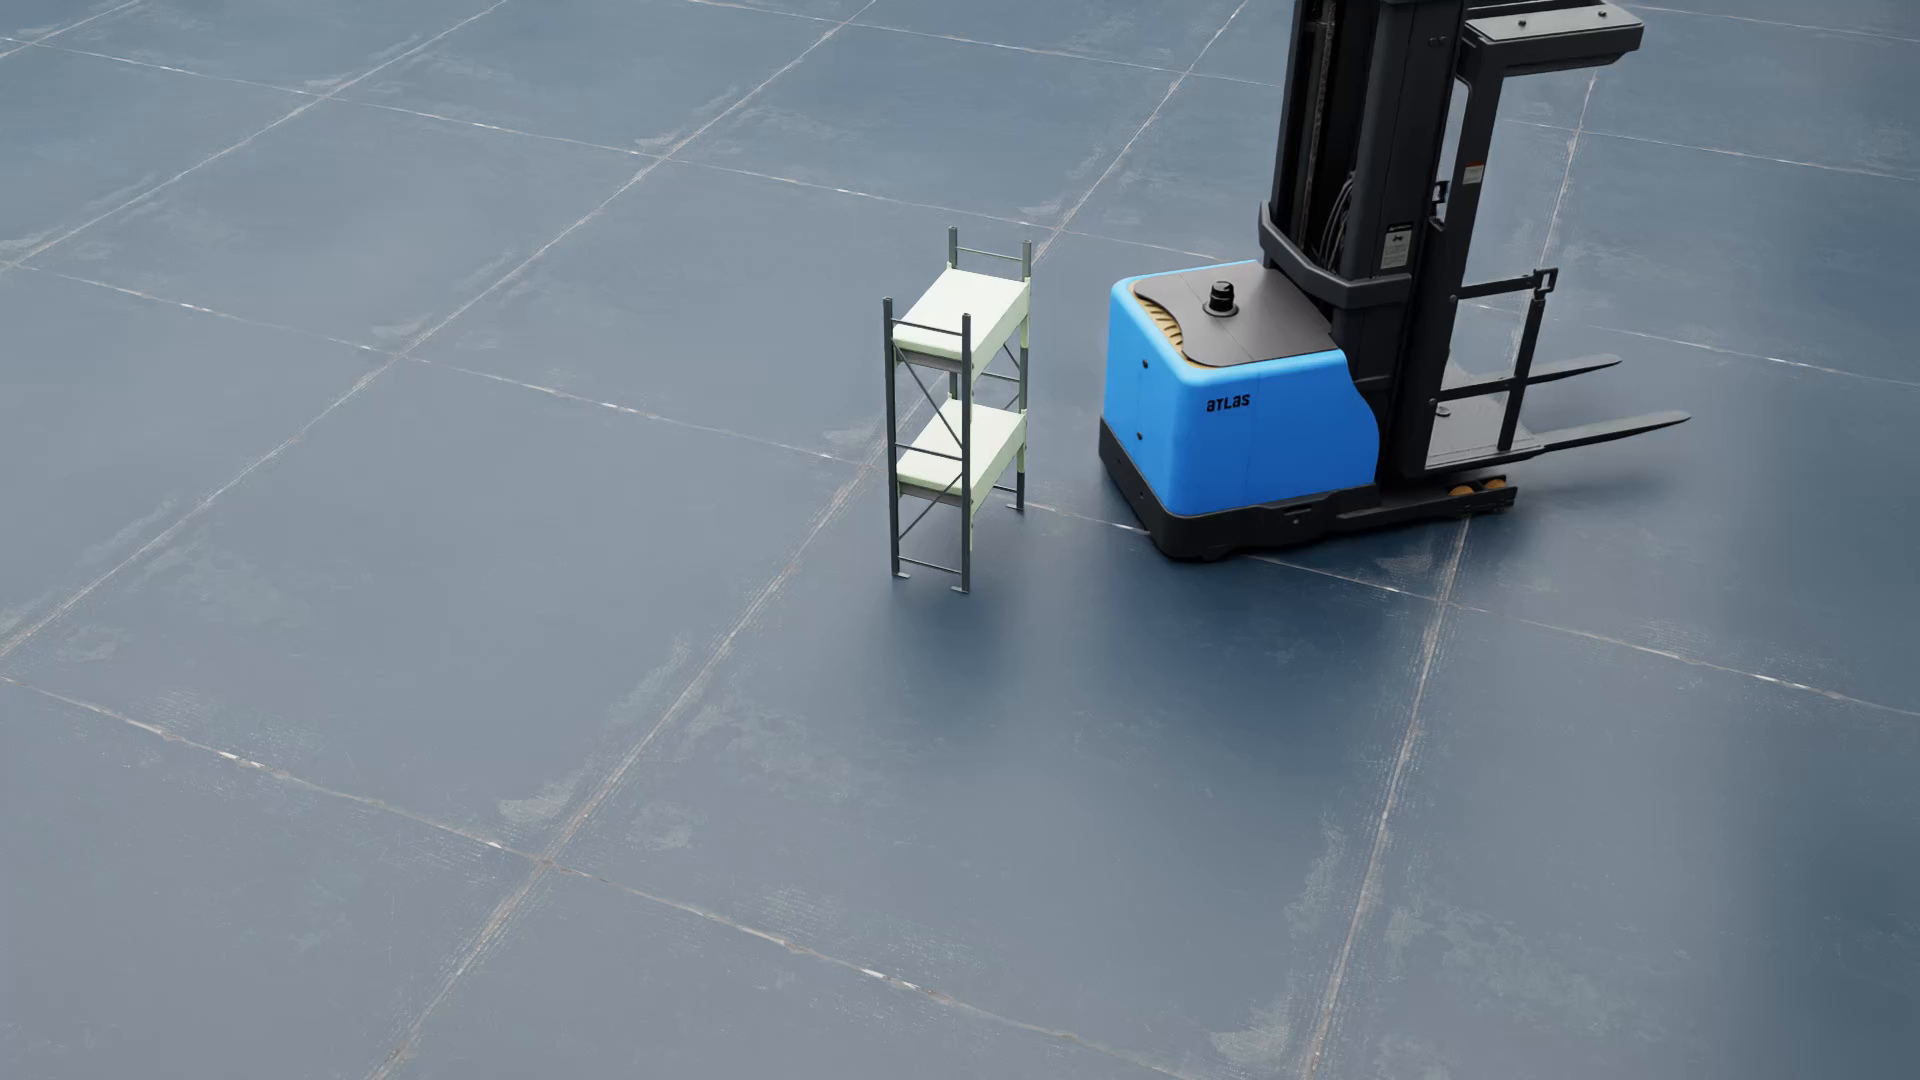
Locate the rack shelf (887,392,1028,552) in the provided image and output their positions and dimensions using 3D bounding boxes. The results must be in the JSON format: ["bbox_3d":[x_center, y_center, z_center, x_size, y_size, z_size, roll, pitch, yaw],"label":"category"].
[{"bbox_3d":[-0.003,-0.336,7.991,0.431,0.370,0.720,14,39,18],"label":"rack shelf"}]

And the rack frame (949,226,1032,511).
[{"bbox_3d":[0.137,-0.800,8.067,0.400,1.500,0.023,14,39,18],"label":"rack frame"}]

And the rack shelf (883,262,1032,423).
[{"bbox_3d":[-0.003,-0.910,7.562,0.431,0.370,0.720,14,39,18],"label":"rack shelf"}]

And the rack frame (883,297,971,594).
[{"bbox_3d":[-0.142,-0.394,7.525,0.400,1.500,0.023,14,39,18],"label":"rack frame"}]

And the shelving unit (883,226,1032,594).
[{"bbox_3d":[-0.003,-0.597,7.796,0.431,1.500,0.755,14,39,18],"label":"shelving unit"}]

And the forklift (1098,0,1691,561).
[{"bbox_3d":[2.303,-1.573,7.907,3.031,2.935,1.130,-10,38,-13],"label":"forklift"}]
